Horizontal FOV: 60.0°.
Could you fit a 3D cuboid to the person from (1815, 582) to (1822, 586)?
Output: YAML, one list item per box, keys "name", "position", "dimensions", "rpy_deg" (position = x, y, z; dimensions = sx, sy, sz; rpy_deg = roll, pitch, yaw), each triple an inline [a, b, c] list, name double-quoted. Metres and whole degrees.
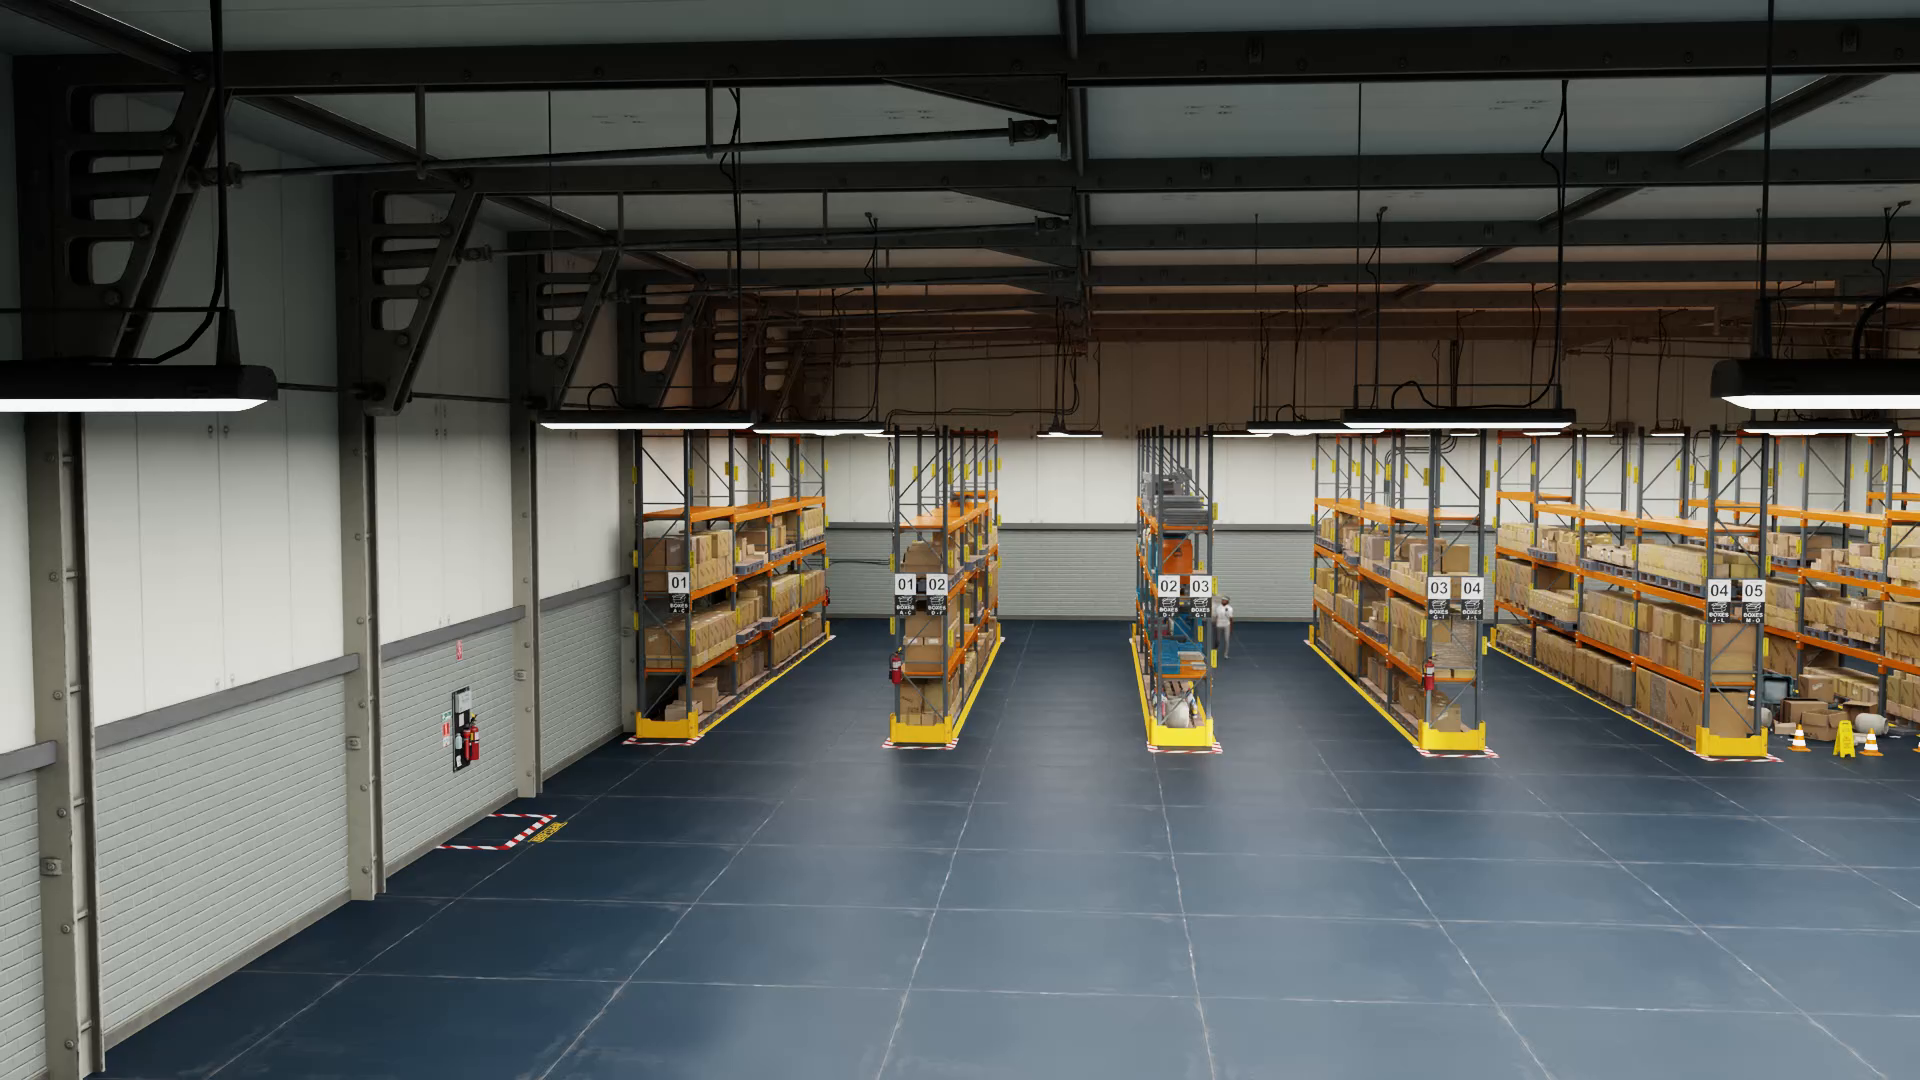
- name: "person"
  position: [23.620, 2.072, 45.860]
  dimensions: [0.553, 1.805, 0.684]
  rpy_deg: [3, 4, 38]

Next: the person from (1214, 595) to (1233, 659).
- name: "person"
  position: [6.911, 2.264, 43.624]
  dimensions: [0.475, 1.650, 0.665]
  rpy_deg: [0, 3, 1]
